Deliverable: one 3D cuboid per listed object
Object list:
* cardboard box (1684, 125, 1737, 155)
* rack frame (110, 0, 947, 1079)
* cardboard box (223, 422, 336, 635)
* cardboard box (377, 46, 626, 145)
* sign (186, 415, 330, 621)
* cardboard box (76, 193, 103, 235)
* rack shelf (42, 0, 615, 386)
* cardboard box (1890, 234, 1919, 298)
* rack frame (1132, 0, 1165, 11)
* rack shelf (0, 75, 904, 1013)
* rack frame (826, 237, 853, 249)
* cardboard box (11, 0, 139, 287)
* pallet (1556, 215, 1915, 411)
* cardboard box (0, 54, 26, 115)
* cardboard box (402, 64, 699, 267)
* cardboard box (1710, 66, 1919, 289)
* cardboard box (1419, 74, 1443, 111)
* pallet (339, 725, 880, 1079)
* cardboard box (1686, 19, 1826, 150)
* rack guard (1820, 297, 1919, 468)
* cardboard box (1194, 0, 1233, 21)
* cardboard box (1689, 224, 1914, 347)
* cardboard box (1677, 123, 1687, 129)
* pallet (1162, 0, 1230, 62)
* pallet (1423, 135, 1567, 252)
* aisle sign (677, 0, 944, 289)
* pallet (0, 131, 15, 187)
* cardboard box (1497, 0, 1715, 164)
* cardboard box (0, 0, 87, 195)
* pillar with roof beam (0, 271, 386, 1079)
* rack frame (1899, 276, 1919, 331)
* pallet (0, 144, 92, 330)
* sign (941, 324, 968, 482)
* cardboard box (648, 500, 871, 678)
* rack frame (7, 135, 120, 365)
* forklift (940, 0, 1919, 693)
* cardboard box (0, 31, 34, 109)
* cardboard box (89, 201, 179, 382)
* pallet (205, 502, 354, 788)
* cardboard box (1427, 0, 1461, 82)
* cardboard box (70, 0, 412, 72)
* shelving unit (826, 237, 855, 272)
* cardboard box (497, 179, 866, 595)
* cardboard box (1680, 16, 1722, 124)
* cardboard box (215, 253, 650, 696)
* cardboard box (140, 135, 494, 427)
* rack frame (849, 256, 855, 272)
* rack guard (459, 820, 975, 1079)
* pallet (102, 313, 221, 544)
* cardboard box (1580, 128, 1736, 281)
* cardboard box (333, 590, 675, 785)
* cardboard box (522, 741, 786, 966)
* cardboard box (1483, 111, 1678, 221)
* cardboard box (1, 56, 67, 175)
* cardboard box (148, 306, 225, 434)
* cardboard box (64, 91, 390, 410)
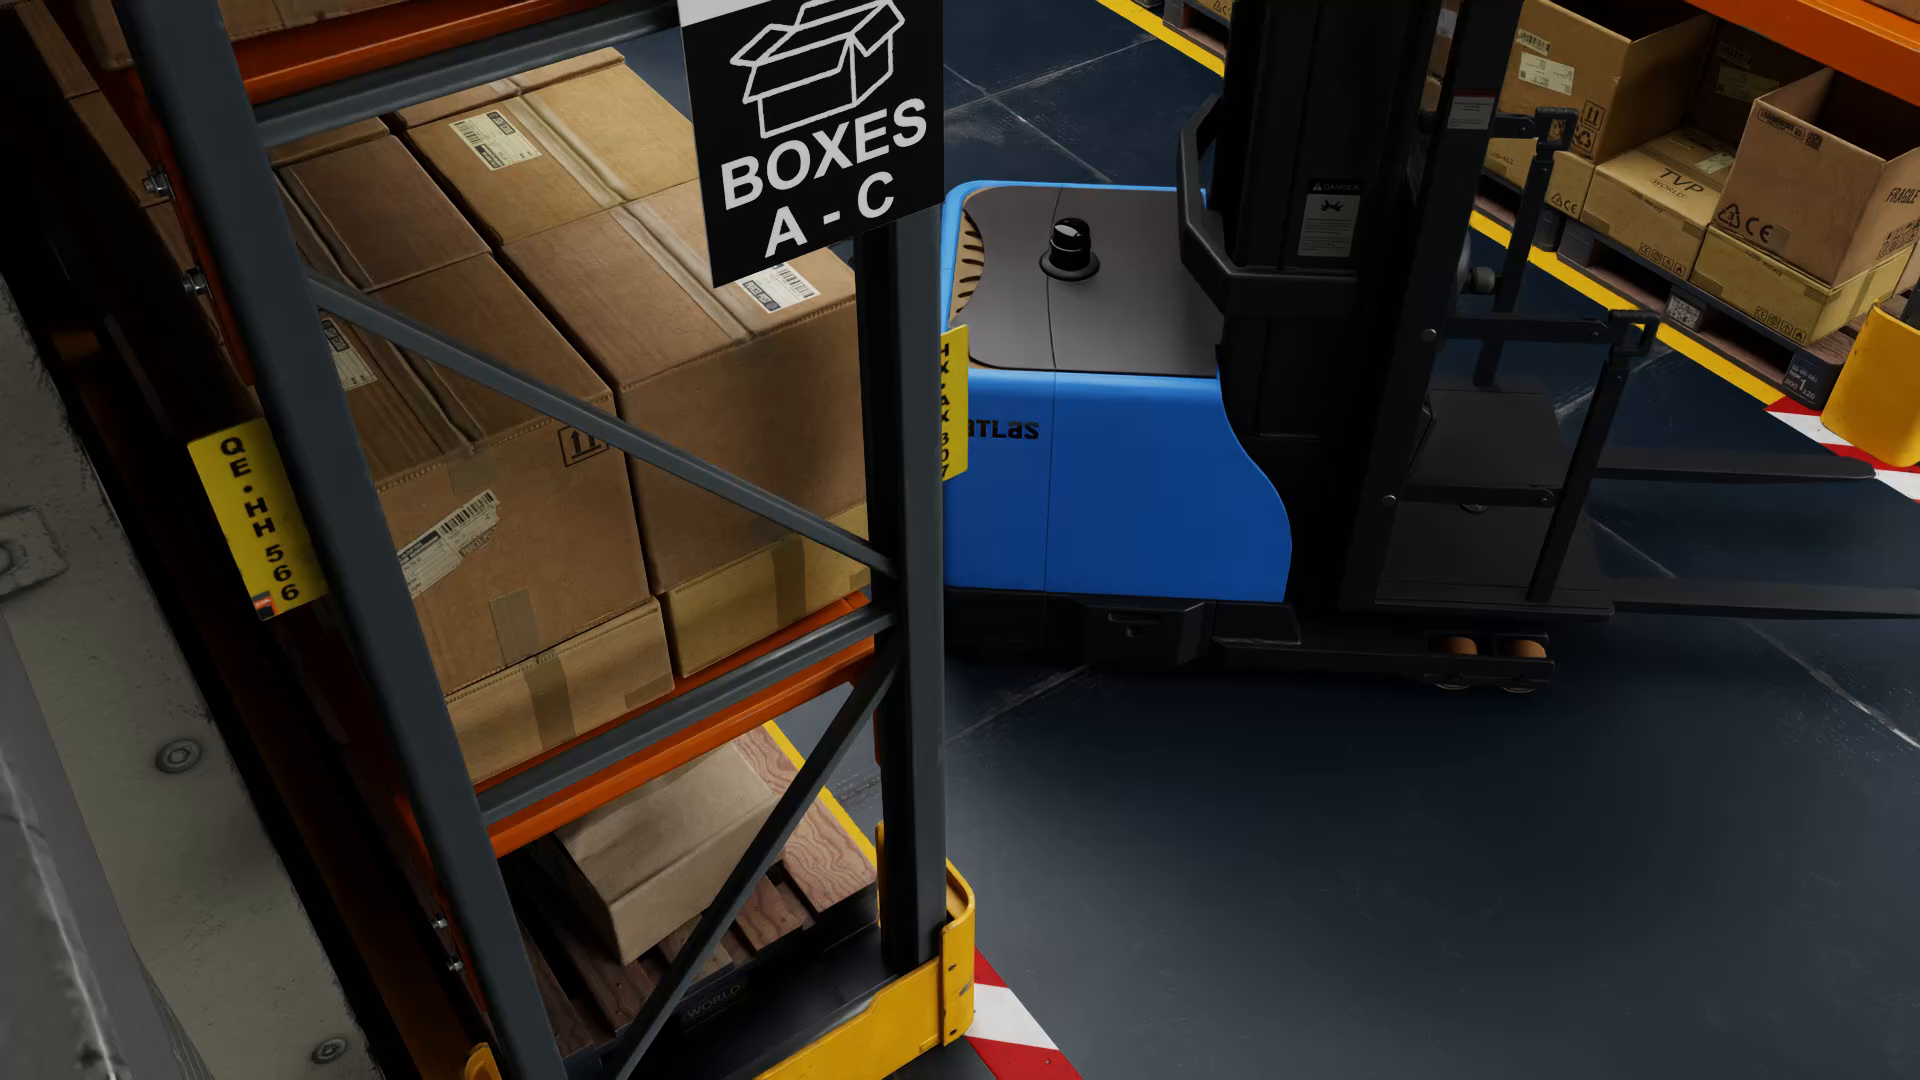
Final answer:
[{"bbox_3d":[3.174,-1.488,6.529,0.500,0.250,0.500,-26,49,-24],"label":"cardboard box"},{"bbox_3d":[-0.473,0.301,2.967,1.000,3.000,0.127,-26,49,-24],"label":"rack frame"},{"bbox_3d":[-1.205,-0.130,3.513,0.500,0.250,0.500,-24,49,-23],"label":"cardboard box"},{"bbox_3d":[-1.065,-0.891,3.767,0.500,0.500,0.500,-27,50,-26],"label":"cardboard box"},{"bbox_3d":[-0.940,-0.024,2.240,0.100,0.325,0.005,-26,49,-24],"label":"sign"},{"bbox_3d":[-2.062,-0.992,4.415,0.500,0.250,0.500,-27,50,-25],"label":"cardboard box"},{"bbox_3d":[-1.618,-1.656,3.366,1.077,0.370,4.000,-26,49,-24],"label":"rack shelf"},{"bbox_3d":[3.463,-1.207,6.234,0.500,0.250,0.500,-26,49,-24],"label":"cardboard box"},{"bbox_3d":[1.299,-3.923,7.392,1.000,3.000,0.127,-26,49,-24],"label":"rack frame"},{"bbox_3d":[-1.618,-0.571,4.402,1.077,0.370,4.000,-26,49,-24],"label":"rack shelf"},{"bbox_3d":[-0.319,-0.482,5.091,0.240,1.200,0.006,-29,51,-26],"label":"rack frame"},{"bbox_3d":[-1.785,-0.971,3.851,0.500,0.500,0.500,-25,49,-24],"label":"cardboard box"},{"bbox_3d":[3.116,-1.066,6.418,1.003,0.211,1.213,-26,49,-24],"label":"pallet"},{"bbox_3d":[-2.669,-1.566,5.017,0.500,0.250,0.500,-25,49,-24],"label":"cardboard box"},{"bbox_3d":[-0.775,-0.596,3.458,0.500,0.500,0.500,-26,49,-24],"label":"cardboard box"},{"bbox_3d":[3.037,-1.272,5.759,0.500,0.500,0.500,-26,49,-24],"label":"cardboard box"},{"bbox_3d":[2.170,-1.847,6.904,0.500,0.250,0.500,-26,49,-24],"label":"cardboard box"},{"bbox_3d":[-0.953,0.793,4.471,1.003,0.211,1.213,-26,49,-24],"label":"pallet"},{"bbox_3d":[3.175,-1.760,6.270,0.500,0.500,0.500,-26,49,-24],"label":"cardboard box"},{"bbox_3d":[3.601,-0.740,5.868,1.175,0.500,0.348,-26,49,-24],"label":"rack guard"},{"bbox_3d":[1.316,-2.698,7.796,0.500,0.250,0.500,-26,49,-24],"label":"cardboard box"},{"bbox_3d":[3.038,-1.002,6.019,0.500,0.250,0.500,-26,49,-24],"label":"cardboard box"},{"bbox_3d":[2.888,-1.772,6.825,0.500,0.250,0.500,-26,49,-24],"label":"cardboard box"},{"bbox_3d":[1.720,-2.448,7.866,1.003,0.211,1.213,-26,49,-24],"label":"pallet"},{"bbox_3d":[2.422,-1.756,7.141,1.003,0.211,1.213,-26,49,-24],"label":"pallet"},{"bbox_3d":[-0.186,-0.717,2.151,0.394,0.787,0.004,-26,49,-24],"label":"aisle sign"},{"bbox_3d":[-3.910,-2.087,7.489,1.003,0.211,1.213,-26,49,-24],"label":"pallet"},{"bbox_3d":[2.452,-1.833,6.347,0.500,0.500,0.500,-26,49,-24],"label":"cardboard box"},{"bbox_3d":[-2.091,-1.261,4.154,0.500,0.500,0.500,-24,49,-23],"label":"cardboard box"},{"bbox_3d":[1.948,-3.624,2.734,9.100,9.000,0.400,-26,49,-24],"label":"pillar with roof beam"},{"bbox_3d":[3.587,-1.658,5.019,1.000,3.000,0.127,-26,49,-24],"label":"rack frame"},{"bbox_3d":[-3.208,-1.396,6.764,1.003,0.211,1.213,-26,49,-24],"label":"pallet"},{"bbox_3d":[-0.029,-0.226,2.893,0.100,0.325,0.005,-26,49,-24],"label":"sign"},{"bbox_3d":[-0.492,-0.054,3.433,0.500,0.250,0.500,-27,50,-26],"label":"cardboard box"},{"bbox_3d":[-2.762,-1.964,5.340,1.000,3.000,0.127,-26,49,-24],"label":"rack frame"},{"bbox_3d":[1.421,-0.985,4.364,3.031,2.935,1.130,3,44,3],"label":"forklift"},{"bbox_3d":[-2.371,-1.545,4.452,0.500,0.500,0.500,-26,49,-25],"label":"cardboard box"},{"bbox_3d":[-1.788,-0.698,4.108,0.500,0.250,0.500,-25,49,-24],"label":"cardboard box"},{"bbox_3d":[-1.647,0.102,5.195,1.003,0.211,1.213,-26,49,-24],"label":"pallet"},{"bbox_3d":[2.167,-2.117,6.644,0.500,0.500,0.500,-26,49,-24],"label":"cardboard box"},{"bbox_3d":[-0.920,-0.963,2.032,0.500,0.500,0.500,-22,48,-22],"label":"cardboard box"},{"bbox_3d":[-0.263,-0.432,5.039,0.258,1.200,0.189,-29,51,-26],"label":"shelving unit"},{"bbox_3d":[-0.500,-0.312,3.160,0.500,0.500,0.500,-26,49,-24],"label":"cardboard box"},{"bbox_3d":[2.879,-2.038,6.562,0.500,0.500,0.500,-26,49,-24],"label":"cardboard box"},{"bbox_3d":[-0.917,-0.106,2.945,0.500,0.500,0.500,-26,50,-25],"label":"cardboard box"},{"bbox_3d":[-1.197,-0.395,3.247,0.500,0.500,0.500,-25,49,-24],"label":"cardboard box"},{"bbox_3d":[-0.206,-0.383,4.986,0.240,1.200,0.006,-29,51,-26],"label":"rack frame"},{"bbox_3d":[-0.517,1.162,3.875,1.175,0.500,0.348,-26,49,-24],"label":"rack guard"},{"bbox_3d":[-2.349,-0.589,5.919,1.003,0.211,1.213,-26,49,-24],"label":"pallet"},{"bbox_3d":[2.742,-1.280,6.311,0.500,0.250,0.500,-26,49,-24],"label":"cardboard box"},{"bbox_3d":[-0.900,0.160,3.209,0.500,0.250,0.500,-25,49,-24],"label":"cardboard box"},{"bbox_3d":[-0.795,0.687,4.191,0.500,0.311,0.500,-31,52,-29],"label":"cardboard box"},{"bbox_3d":[2.455,-1.563,6.607,0.500,0.250,0.500,-26,49,-24],"label":"cardboard box"},{"bbox_3d":[-2.366,-1.284,4.722,0.500,0.250,0.500,-27,50,-26],"label":"cardboard box"},{"bbox_3d":[-1.497,-0.413,3.809,0.500,0.250,0.500,-26,49,-25],"label":"cardboard box"},{"bbox_3d":[-1.497,-0.686,3.552,0.500,0.500,0.500,-27,50,-25],"label":"cardboard box"}]
